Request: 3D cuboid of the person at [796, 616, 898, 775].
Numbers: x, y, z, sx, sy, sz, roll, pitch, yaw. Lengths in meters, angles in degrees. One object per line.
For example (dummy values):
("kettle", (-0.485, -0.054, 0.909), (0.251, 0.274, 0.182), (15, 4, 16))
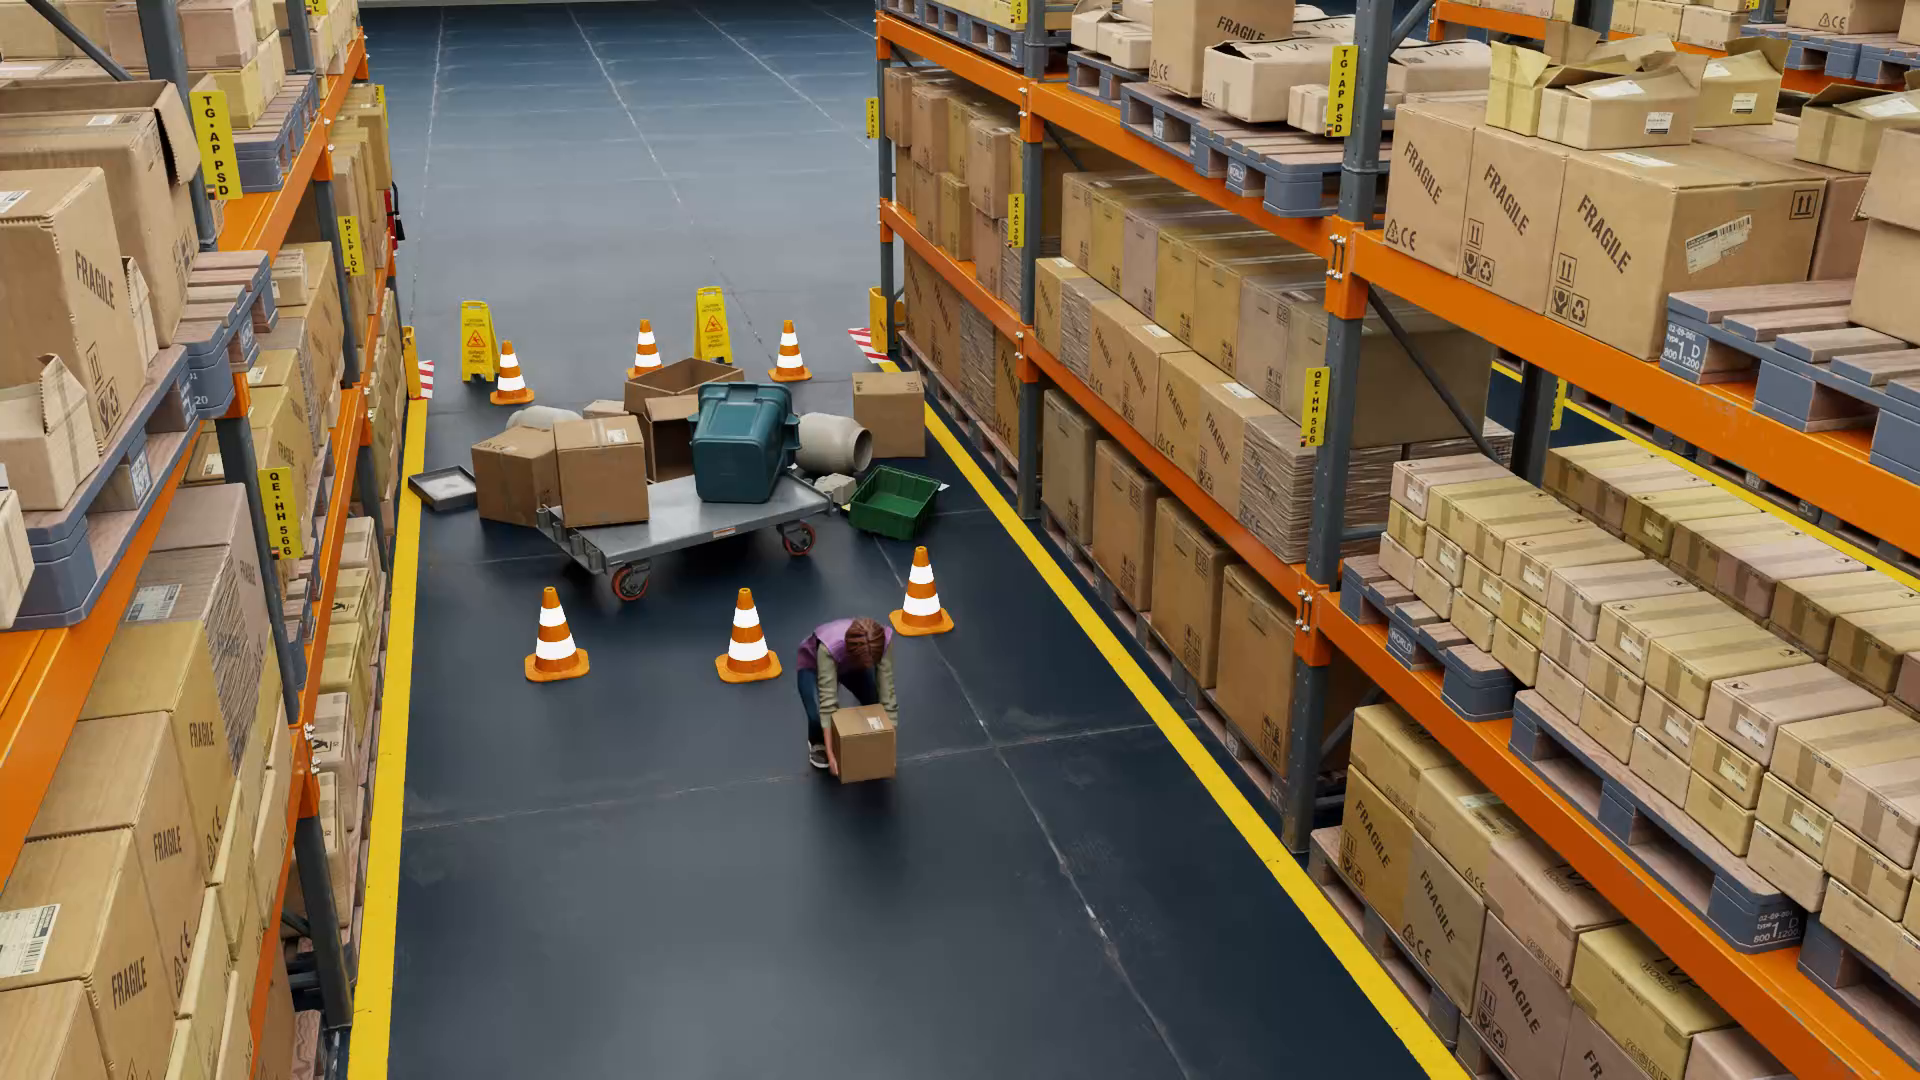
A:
("person", (-0.536, 0.698, 7.887), (0.420, 0.895, 0.831), (-7, 24, -16))
